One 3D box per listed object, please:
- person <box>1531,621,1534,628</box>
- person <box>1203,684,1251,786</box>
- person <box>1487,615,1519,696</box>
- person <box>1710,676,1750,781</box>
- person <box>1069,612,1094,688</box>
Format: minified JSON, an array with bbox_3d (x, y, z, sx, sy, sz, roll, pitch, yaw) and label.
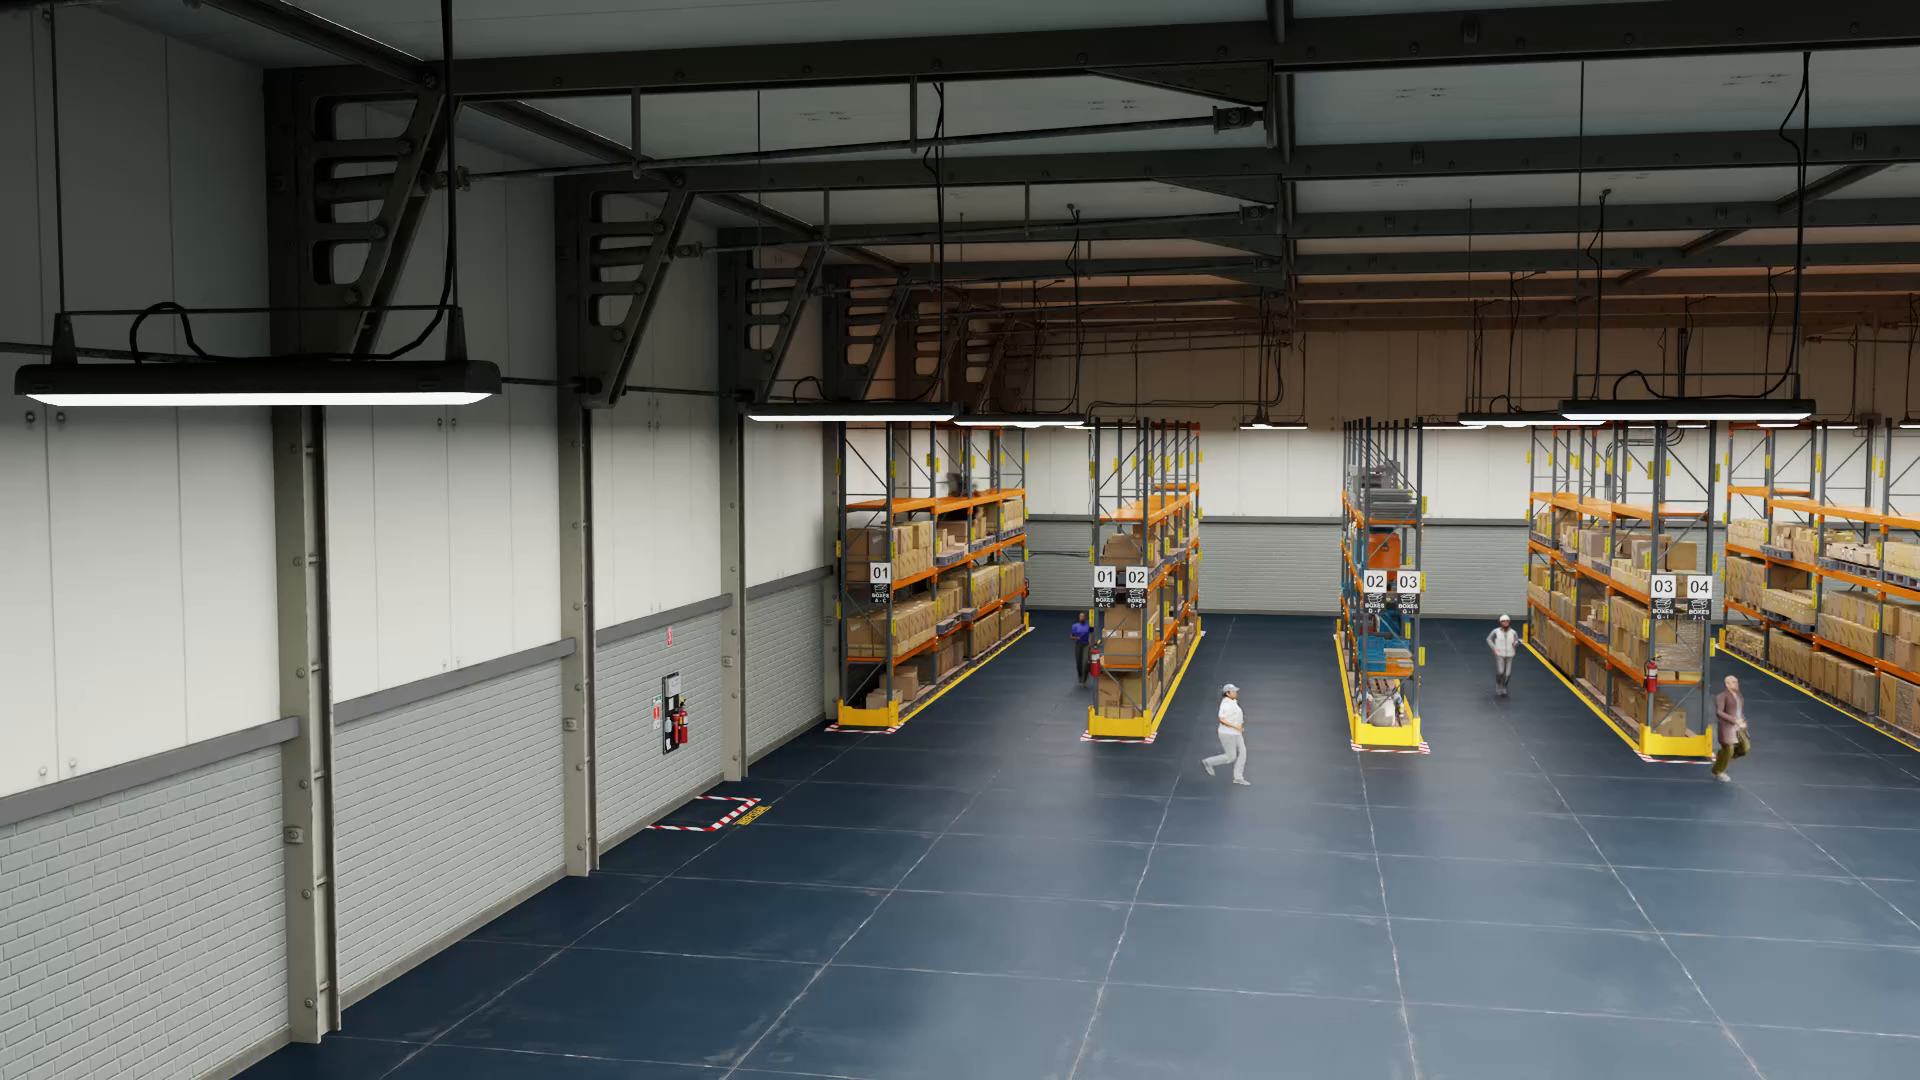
[{"bbox_3d":[16.250,1.818,46.174,1.005,1.781,0.695,2,4,31],"label":"person"},{"bbox_3d":[4.360,3.157,27.041,0.779,1.650,0.607,2,4,26],"label":"person"},{"bbox_3d":[11.753,2.510,36.021,0.562,1.766,0.647,0,4,5],"label":"person"},{"bbox_3d":[12.675,3.090,27.275,0.741,1.740,0.693,-2,4,-28],"label":"person"},{"bbox_3d":[2.748,2.445,37.361,0.578,1.660,0.870,0,4,7],"label":"person"}]
